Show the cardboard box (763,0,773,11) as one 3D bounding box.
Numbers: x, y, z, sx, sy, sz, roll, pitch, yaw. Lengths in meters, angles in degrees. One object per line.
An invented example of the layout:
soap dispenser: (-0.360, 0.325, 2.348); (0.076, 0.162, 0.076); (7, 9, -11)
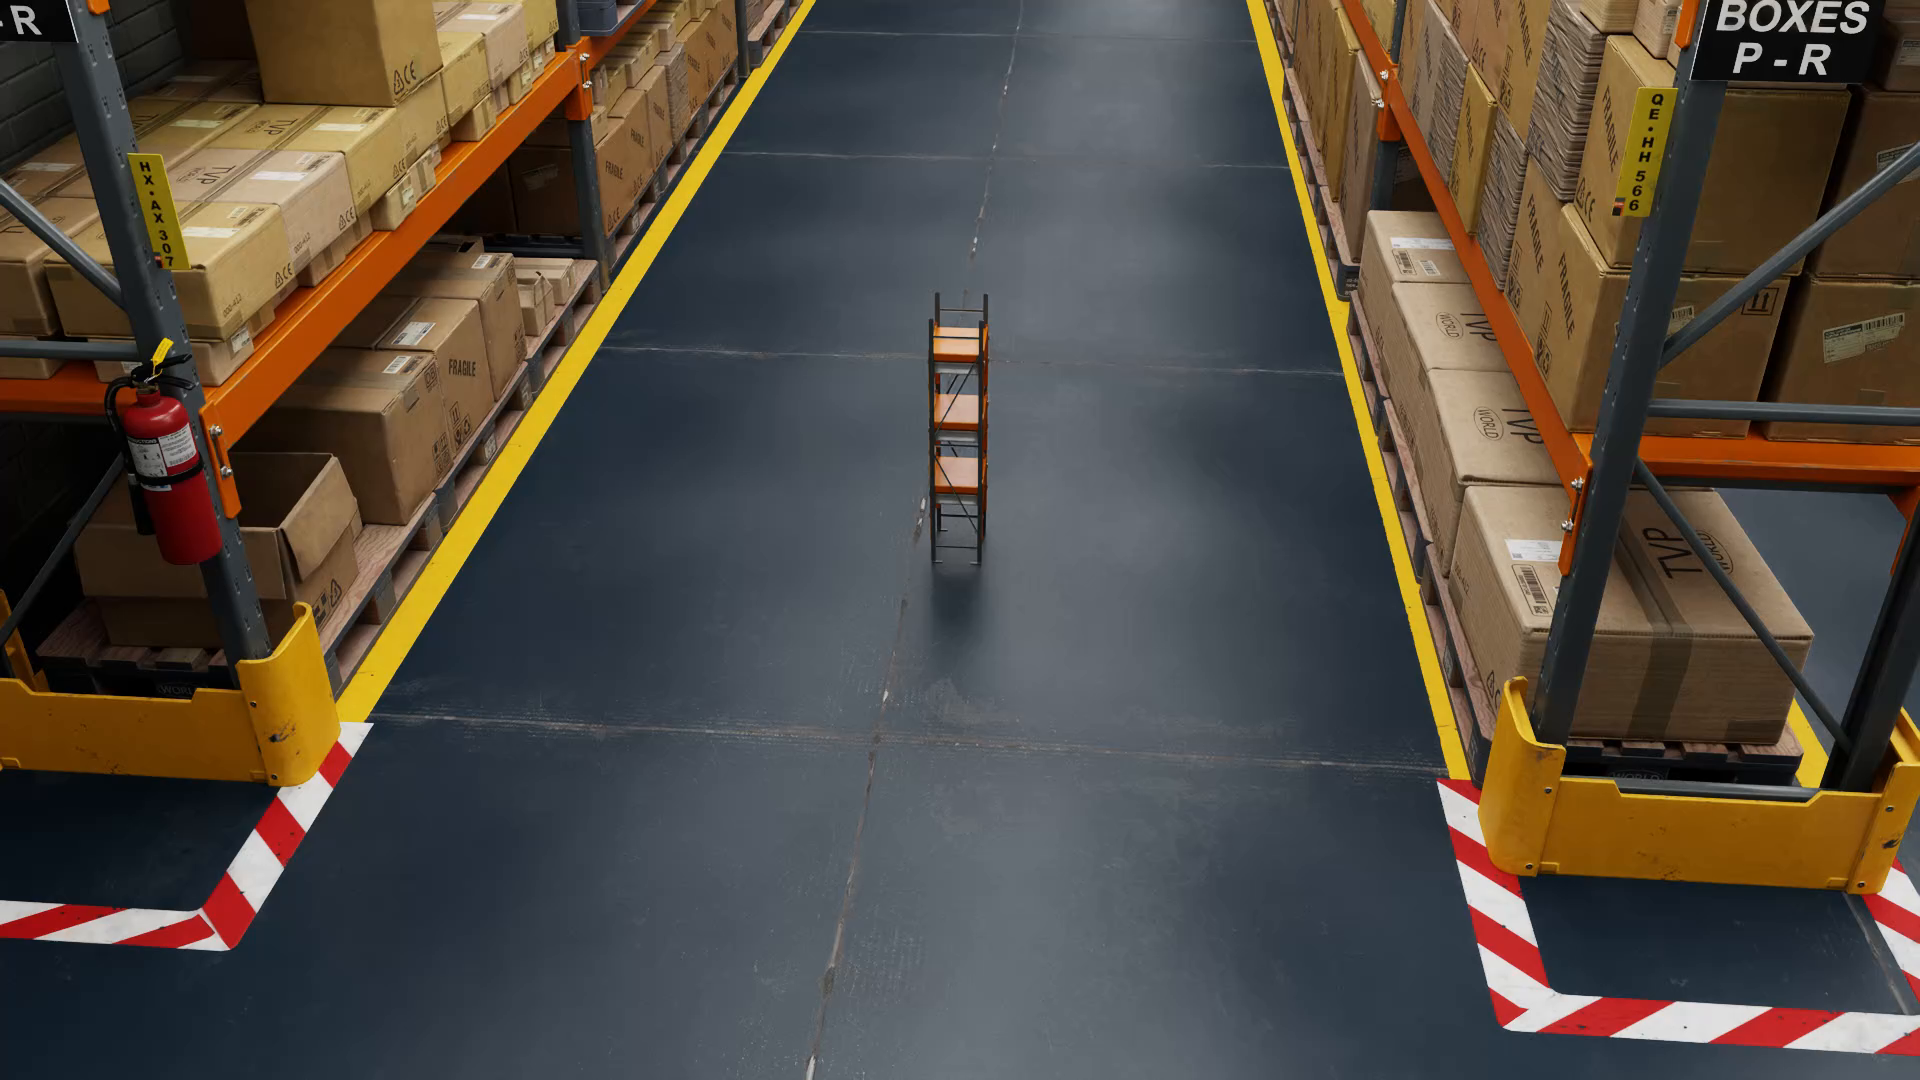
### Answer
cardboard box: (-1.951, -4.560, 13.154); (0.875, 0.625, 0.625); (3, 32, 6)

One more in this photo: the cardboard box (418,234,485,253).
cardboard box: (-2.676, -1.332, 8.215); (0.500, 0.311, 0.500); (4, 32, 6)

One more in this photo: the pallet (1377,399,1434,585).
pallet: (2.324, -0.202, 6.877); (1.003, 0.211, 1.213); (2, 32, 4)

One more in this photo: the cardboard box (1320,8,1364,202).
cardboard box: (2.597, -2.498, 9.569); (0.875, 0.875, 0.875); (3, 32, 5)

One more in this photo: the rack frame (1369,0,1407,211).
rack frame: (2.561, -2.423, 7.823); (1.000, 3.000, 0.127); (2, 32, 4)

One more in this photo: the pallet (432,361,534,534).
pallet: (-2.541, -0.447, 7.275); (1.003, 0.211, 1.213); (2, 32, 4)

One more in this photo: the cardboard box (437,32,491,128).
cardboard box: (-2.265, -1.896, 6.828); (0.500, 0.250, 0.500); (2, 32, 4)

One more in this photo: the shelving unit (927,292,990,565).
shelving unit: (-0.004, -0.419, 6.429); (0.215, 1.050, 0.252); (2, 32, 4)

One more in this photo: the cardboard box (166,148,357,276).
cardboard box: (-2.366, -1.094, 5.525); (0.500, 0.250, 0.500); (3, 32, 5)

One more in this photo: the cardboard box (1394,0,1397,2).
cardboard box: (2.354, -2.813, 8.122); (0.500, 0.250, 0.500); (2, 32, 4)

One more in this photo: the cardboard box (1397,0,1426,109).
cardboard box: (2.261, -2.232, 7.417); (0.500, 0.500, 0.500); (3, 32, 6)

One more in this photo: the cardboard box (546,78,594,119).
cardboard box: (-2.153, -2.329, 8.751); (0.380, 0.149, 0.250); (2, 32, 3)

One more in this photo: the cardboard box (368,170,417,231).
cardboard box: (-2.258, -1.266, 6.185); (0.380, 0.149, 0.250); (2, 32, 3)

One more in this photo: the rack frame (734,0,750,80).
rack frame: (-2.061, -4.725, 11.558); (1.000, 3.000, 0.127); (2, 32, 4)

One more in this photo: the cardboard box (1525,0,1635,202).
cardboard box: (2.050, -1.337, 5.011); (0.500, 0.500, 0.500); (3, 32, 4)

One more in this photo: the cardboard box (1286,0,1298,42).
cardboard box: (2.942, -3.870, 12.275); (0.950, 0.372, 0.625); (0, 32, 1)

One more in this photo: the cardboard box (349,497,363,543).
cardboard box: (-2.495, -0.043, 6.278); (0.380, 0.149, 0.250); (1, 32, 2)

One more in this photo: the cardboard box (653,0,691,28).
cardboard box: (-1.973, -3.431, 10.822); (0.380, 0.149, 0.250); (3, 32, 5)

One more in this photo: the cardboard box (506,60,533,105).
cardboard box: (-2.158, -2.075, 7.497); (0.380, 0.149, 0.250); (3, 32, 5)

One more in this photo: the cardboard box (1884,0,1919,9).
cardboard box: (2.490, -1.390, 4.480); (0.380, 0.149, 0.250); (3, 32, 5)

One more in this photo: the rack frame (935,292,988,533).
rack frame: (0.006, -0.483, 6.533); (0.200, 1.050, 0.008); (2, 32, 4)

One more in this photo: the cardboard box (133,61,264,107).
cardboard box: (-2.809, -1.658, 6.441); (0.500, 0.250, 0.500); (2, 32, 4)

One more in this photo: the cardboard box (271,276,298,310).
cardboard box: (-2.451, -0.869, 5.540); (0.380, 0.149, 0.250); (2, 32, 3)

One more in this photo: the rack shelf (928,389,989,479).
rack shelf: (-0.004, -0.410, 6.435); (0.215, 0.259, 0.240); (2, 32, 4)

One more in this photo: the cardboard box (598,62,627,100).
cardboard box: (-2.129, -2.627, 9.518); (0.380, 0.149, 0.250); (2, 32, 3)

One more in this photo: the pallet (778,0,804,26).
pallet: (-1.853, -4.603, 14.017); (1.003, 0.211, 1.213); (2, 32, 4)

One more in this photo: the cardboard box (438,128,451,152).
cardboard box: (-2.331, -1.674, 6.846); (0.380, 0.149, 0.250); (3, 32, 5)

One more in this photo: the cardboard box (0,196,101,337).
cardboard box: (-2.940, -0.856, 5.140); (0.500, 0.250, 0.500); (3, 32, 5)

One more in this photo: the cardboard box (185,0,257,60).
cardboard box: (-2.773, -2.248, 6.683); (0.500, 0.500, 0.500); (2, 32, 3)

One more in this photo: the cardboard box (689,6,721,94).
cardboard box: (-1.933, -3.348, 11.306); (0.500, 0.500, 0.500); (2, 32, 3)

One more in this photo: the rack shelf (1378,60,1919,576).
rack shelf: (2.398, -1.071, 6.315); (1.077, 0.370, 4.000); (2, 32, 4)

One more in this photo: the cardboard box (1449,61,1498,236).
cardboard box: (2.127, -1.439, 6.131); (0.500, 0.500, 0.500); (3, 32, 5)

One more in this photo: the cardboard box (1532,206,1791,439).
cardboard box: (2.010, -0.638, 4.830); (0.500, 0.500, 0.500); (3, 32, 4)

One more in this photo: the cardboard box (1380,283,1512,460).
cardboard box: (2.330, -0.719, 7.100); (0.875, 0.438, 0.875); (2, 32, 3)

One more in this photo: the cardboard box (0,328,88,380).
cardboard box: (-2.953, -0.619, 5.135); (0.380, 0.149, 0.250); (2, 32, 3)

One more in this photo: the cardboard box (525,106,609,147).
cardboard box: (-2.093, -2.200, 8.825); (0.380, 0.149, 0.250); (4, 32, 6)

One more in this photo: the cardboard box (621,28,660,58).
cardboard box: (-2.056, -3.028, 10.168); (0.380, 0.149, 0.250); (3, 32, 4)

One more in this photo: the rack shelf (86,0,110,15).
rack shelf: (-2.550, -2.558, 5.869); (1.077, 0.370, 4.000); (2, 32, 4)

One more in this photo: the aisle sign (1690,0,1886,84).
aisle sign: (1.920, -1.414, 3.707); (0.394, 0.787, 0.004); (2, 32, 4)

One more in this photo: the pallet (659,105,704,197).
pallet: (-2.262, -2.513, 10.626); (1.003, 0.211, 1.213); (2, 32, 4)

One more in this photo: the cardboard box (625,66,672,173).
cardboard box: (-2.045, -2.531, 9.980); (0.500, 0.500, 0.500); (2, 32, 3)

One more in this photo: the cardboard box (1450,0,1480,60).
cardboard box: (2.180, -2.121, 6.285); (0.500, 0.500, 0.500); (3, 32, 5)

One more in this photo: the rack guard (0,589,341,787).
rack guard: (-2.706, 0.483, 5.490); (1.175, 0.500, 0.348); (2, 32, 4)

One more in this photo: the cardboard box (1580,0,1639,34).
cardboard box: (1.998, -1.544, 4.730); (0.380, 0.149, 0.250); (2, 32, 4)

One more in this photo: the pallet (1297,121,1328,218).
pallet: (2.645, -2.282, 10.252); (1.003, 0.211, 1.213); (2, 32, 4)

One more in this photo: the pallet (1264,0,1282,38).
pallet: (3.053, -4.372, 13.644); (1.003, 0.211, 1.213); (2, 32, 4)

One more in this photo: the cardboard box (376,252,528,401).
cardboard box: (-2.375, -0.960, 7.431); (0.700, 0.500, 0.500); (1, 32, 2)
